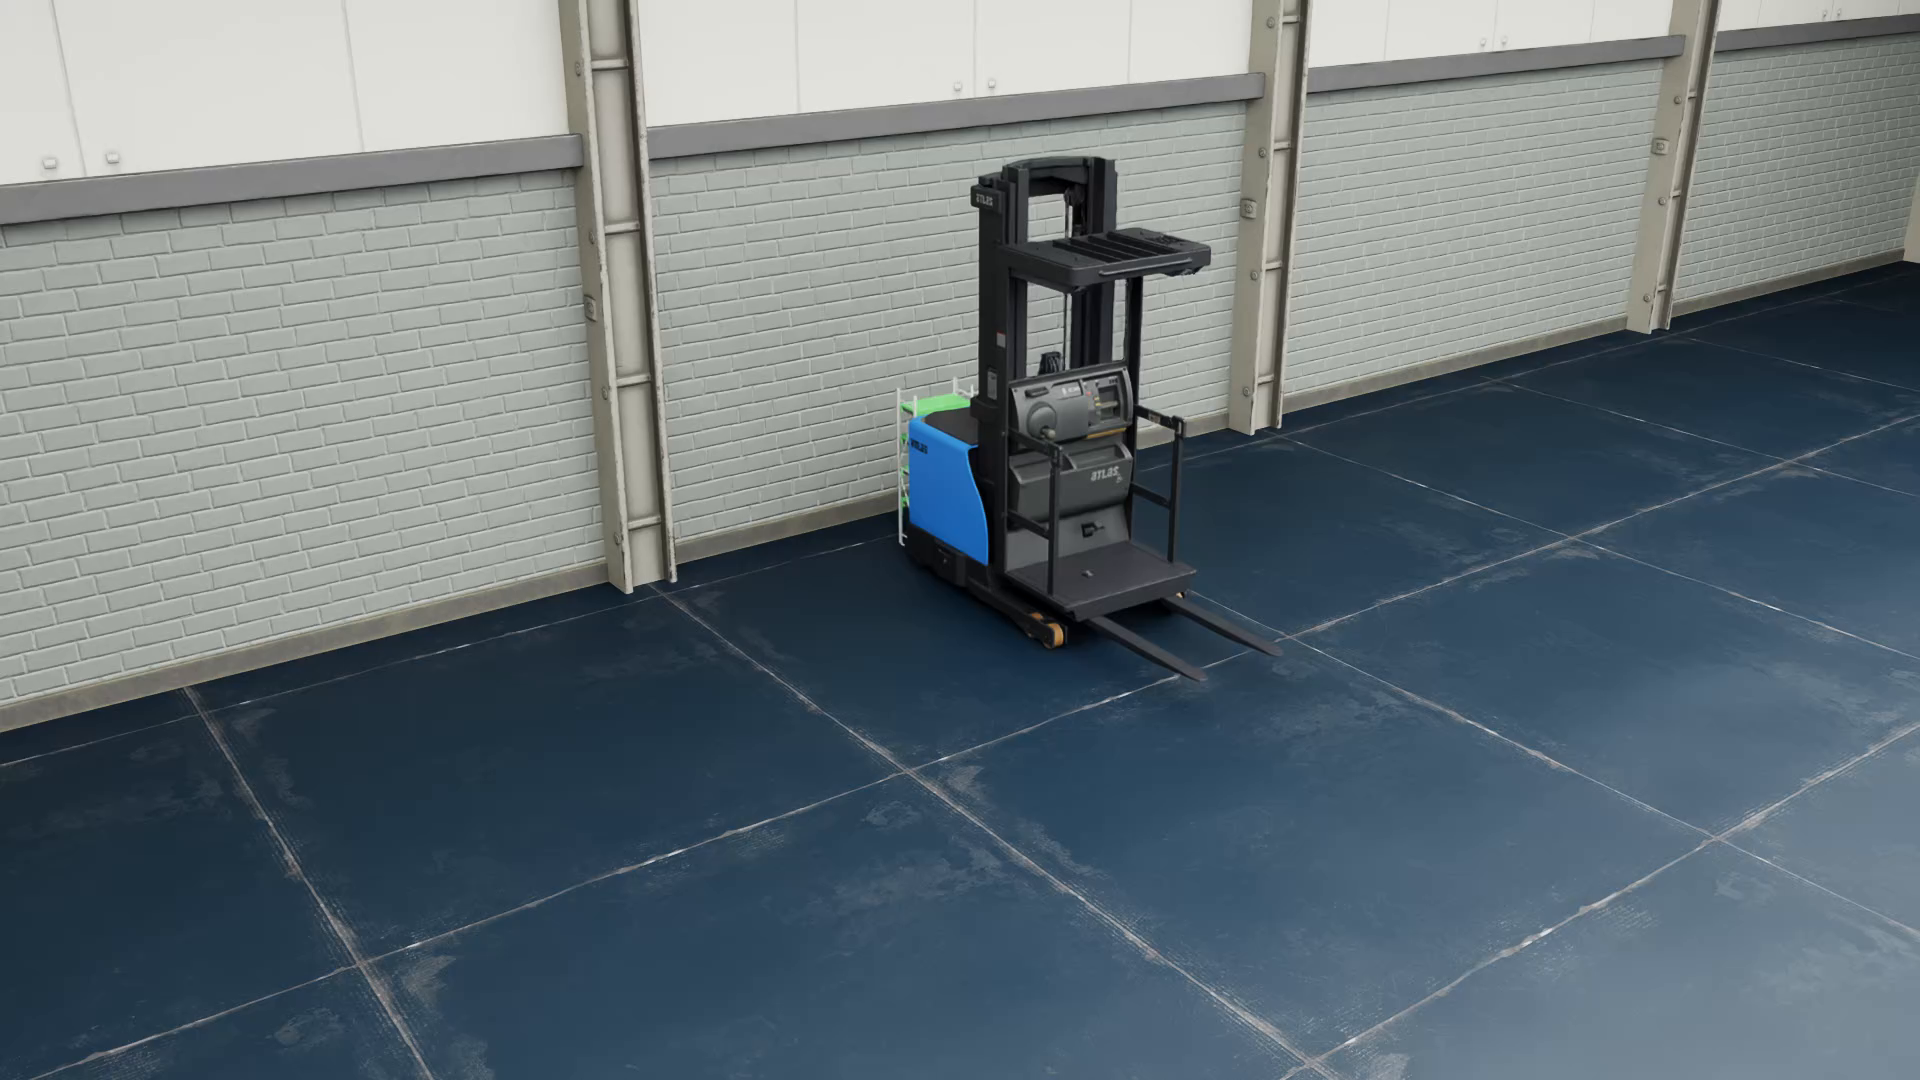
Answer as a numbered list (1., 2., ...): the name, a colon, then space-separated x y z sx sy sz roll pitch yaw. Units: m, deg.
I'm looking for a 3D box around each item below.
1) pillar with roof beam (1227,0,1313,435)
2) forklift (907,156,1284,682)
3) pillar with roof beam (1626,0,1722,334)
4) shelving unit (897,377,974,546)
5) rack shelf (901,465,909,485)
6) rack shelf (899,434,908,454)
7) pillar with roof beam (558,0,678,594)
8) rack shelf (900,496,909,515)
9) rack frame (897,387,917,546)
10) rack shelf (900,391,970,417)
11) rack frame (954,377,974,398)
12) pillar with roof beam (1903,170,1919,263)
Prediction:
1. pillar with roof beam: 5.153 -3.900 10.028 0.400 9.000 9.100 -15 26 -33
2. forklift: 0.852 -0.865 10.610 1.130 2.935 3.031 -14 26 -31
3. pillar with roof beam: 10.023 -5.199 13.282 0.400 9.000 9.100 -15 26 -33
4. shelving unit: -0.176 -0.546 12.146 0.503 1.200 0.258 -14 26 -31
5. rack shelf: -0.176 -0.487 12.170 0.480 0.148 0.258 -14 26 -31
6. rack shelf: -0.176 -0.710 12.081 0.480 0.148 0.258 -14 26 -31
7. pillar with roof beam: 0.282 -2.601 6.773 0.400 9.000 9.100 -15 26 -33
8. rack shelf: -0.176 -0.264 12.259 0.480 0.148 0.258 -14 26 -31
9. rack frame: -0.378 -0.496 12.020 0.015 1.200 0.240 -14 26 -31
10. rack shelf: -0.176 -0.933 11.992 0.480 0.148 0.258 -14 26 -31
11. rack frame: 0.026 -0.597 12.273 0.015 1.200 0.240 -14 26 -31
12. pillar with roof beam: 14.894 -6.497 16.537 0.400 9.000 9.100 -15 26 -33
